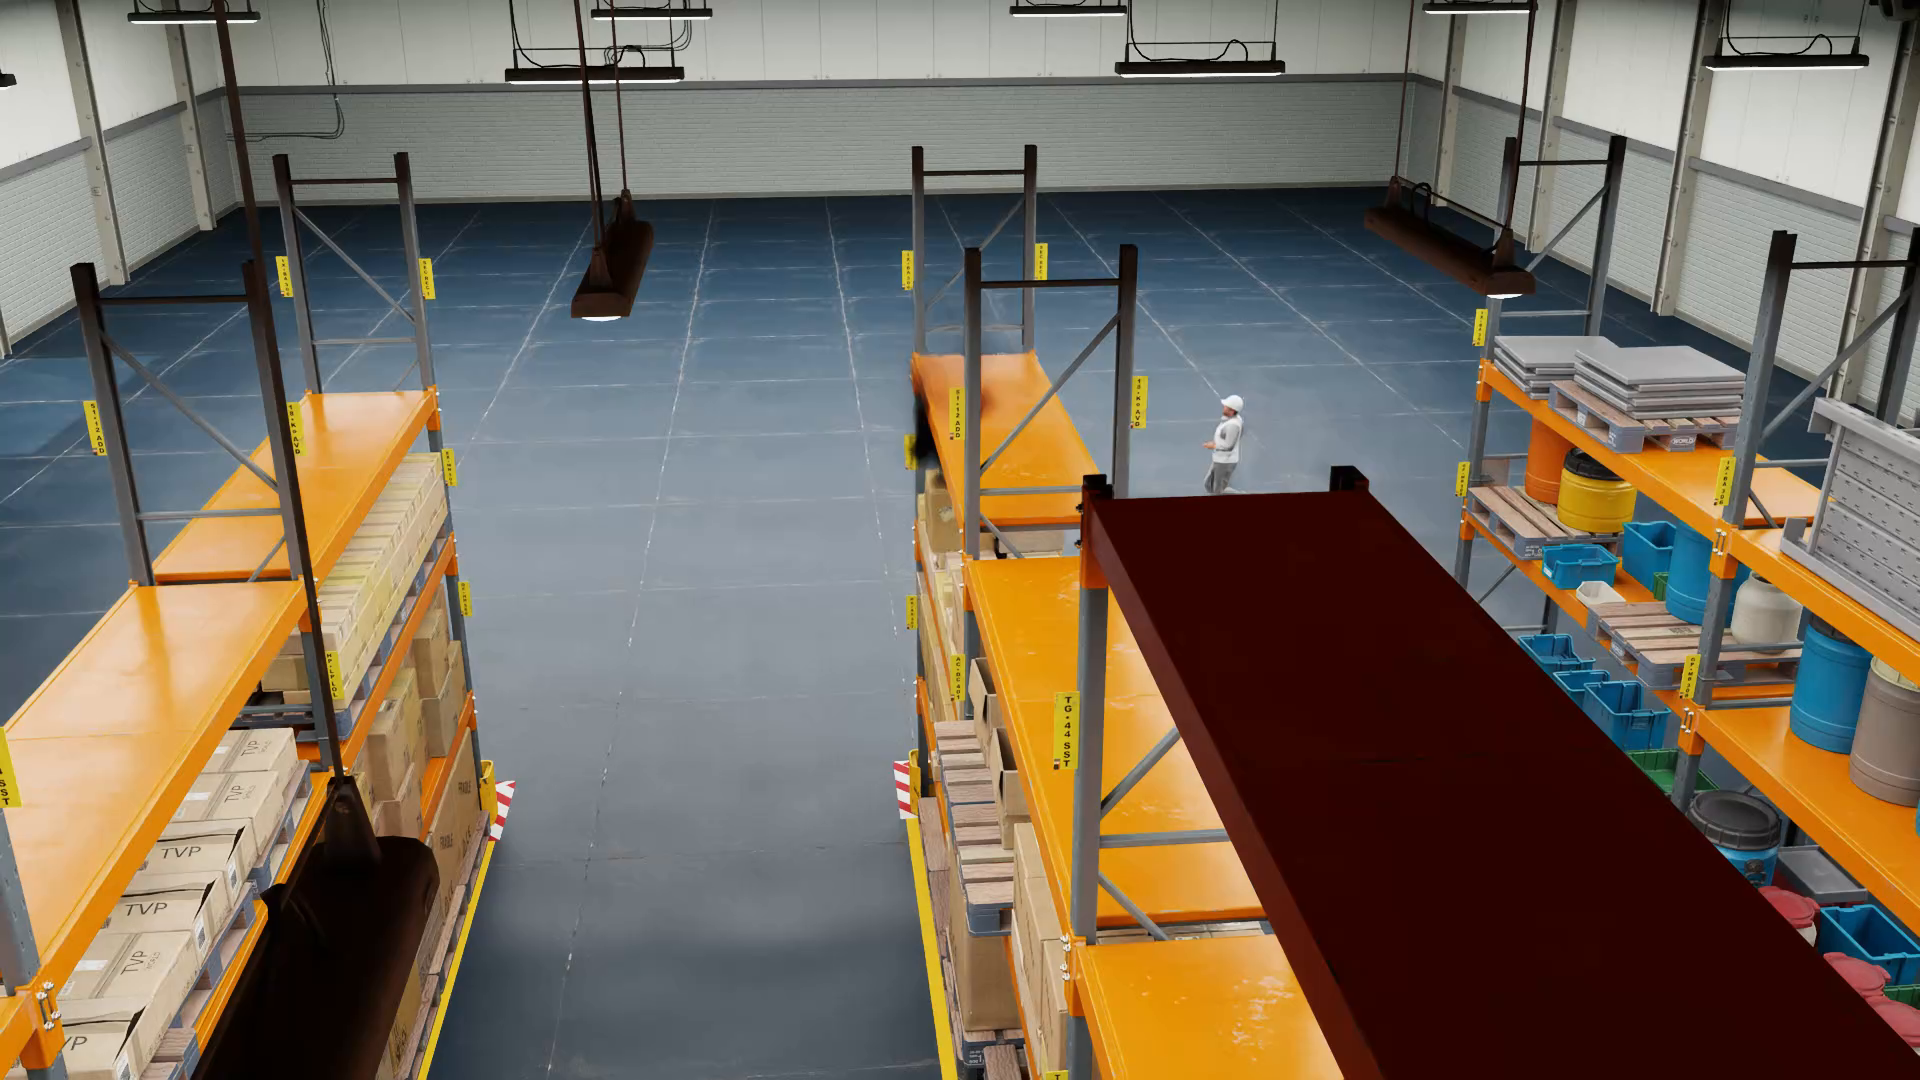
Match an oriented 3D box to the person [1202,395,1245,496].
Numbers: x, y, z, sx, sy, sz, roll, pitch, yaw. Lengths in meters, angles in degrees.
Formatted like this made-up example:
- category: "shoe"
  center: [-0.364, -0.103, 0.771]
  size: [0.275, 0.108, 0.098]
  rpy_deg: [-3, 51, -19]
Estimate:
- category: "person"
  center: [3.549, -1.077, 22.011]
  size: [0.803, 1.739, 0.668]
  rpy_deg: [4, 22, 10]
